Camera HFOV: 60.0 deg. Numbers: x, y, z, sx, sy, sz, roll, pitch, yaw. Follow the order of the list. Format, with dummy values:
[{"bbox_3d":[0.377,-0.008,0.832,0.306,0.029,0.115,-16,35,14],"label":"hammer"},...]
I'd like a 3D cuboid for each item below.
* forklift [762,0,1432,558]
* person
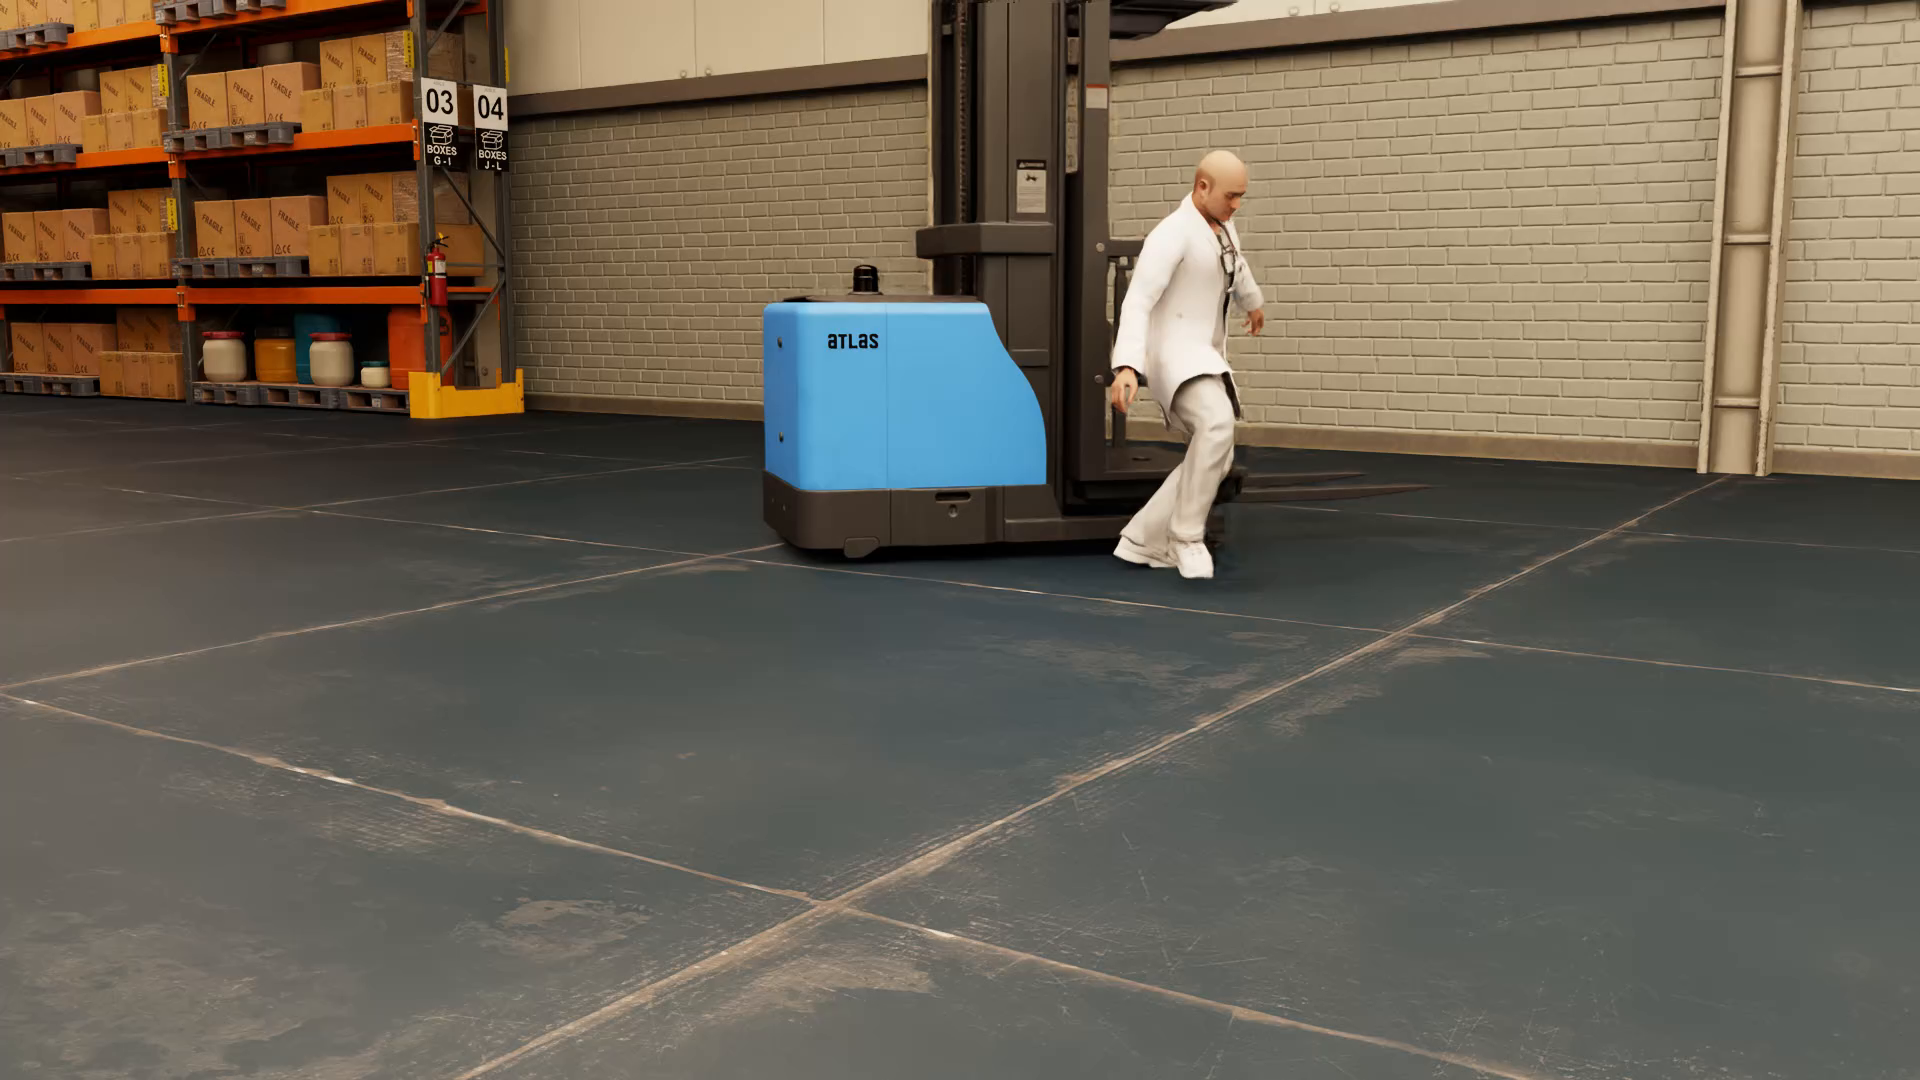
[{"bbox_3d":[0.663,-1.467,7.507,3.031,2.935,1.130,-2,8,-16],"label":"forklift"},{"bbox_3d":[0.950,-0.679,6.688,0.589,1.688,1.195,4,9,28],"label":"person"}]
